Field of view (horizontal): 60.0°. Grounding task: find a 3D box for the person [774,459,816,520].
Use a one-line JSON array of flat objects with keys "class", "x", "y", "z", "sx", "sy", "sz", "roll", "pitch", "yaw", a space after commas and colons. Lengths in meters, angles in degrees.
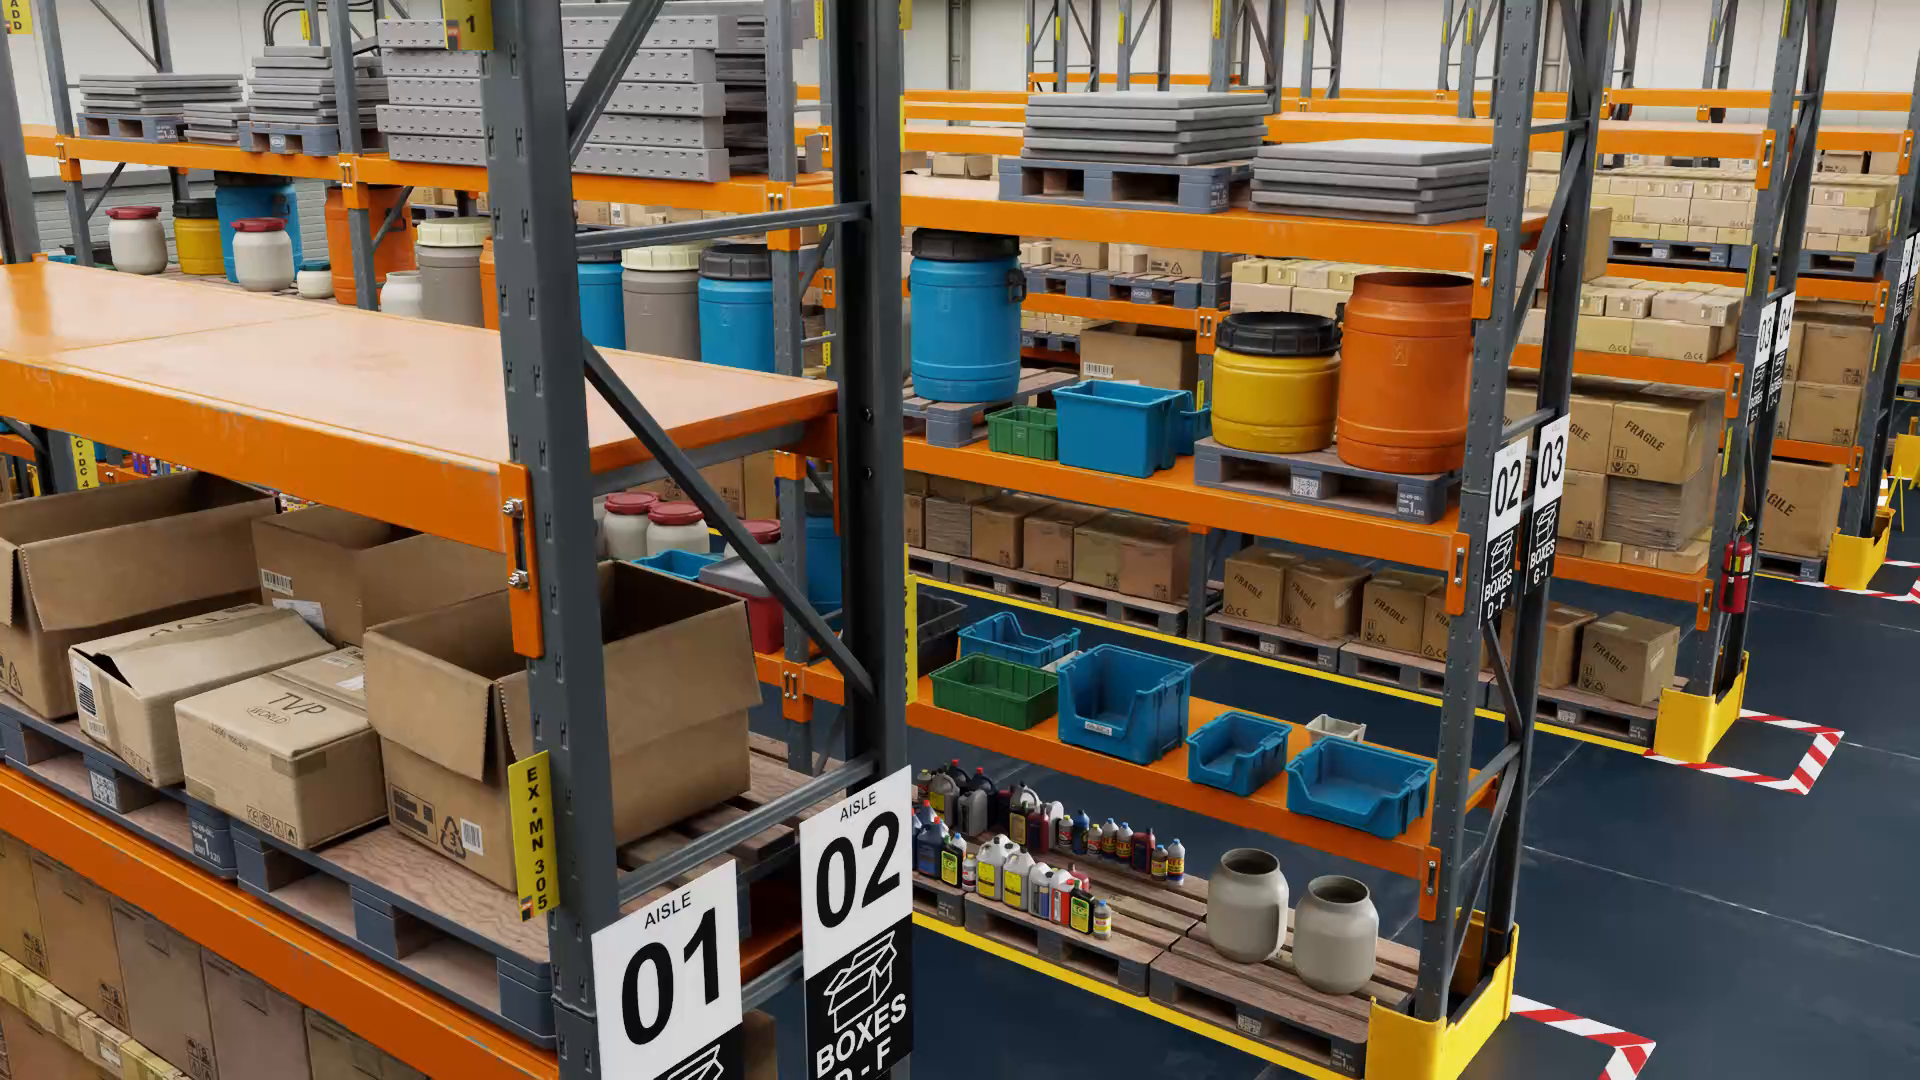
[{"class": "person", "x": -1.448, "y": -0.174, "z": 14.510, "sx": 0.292, "sy": 1.580, "sz": 0.437, "roll": 13, "pitch": 21, "yaw": 36}]
